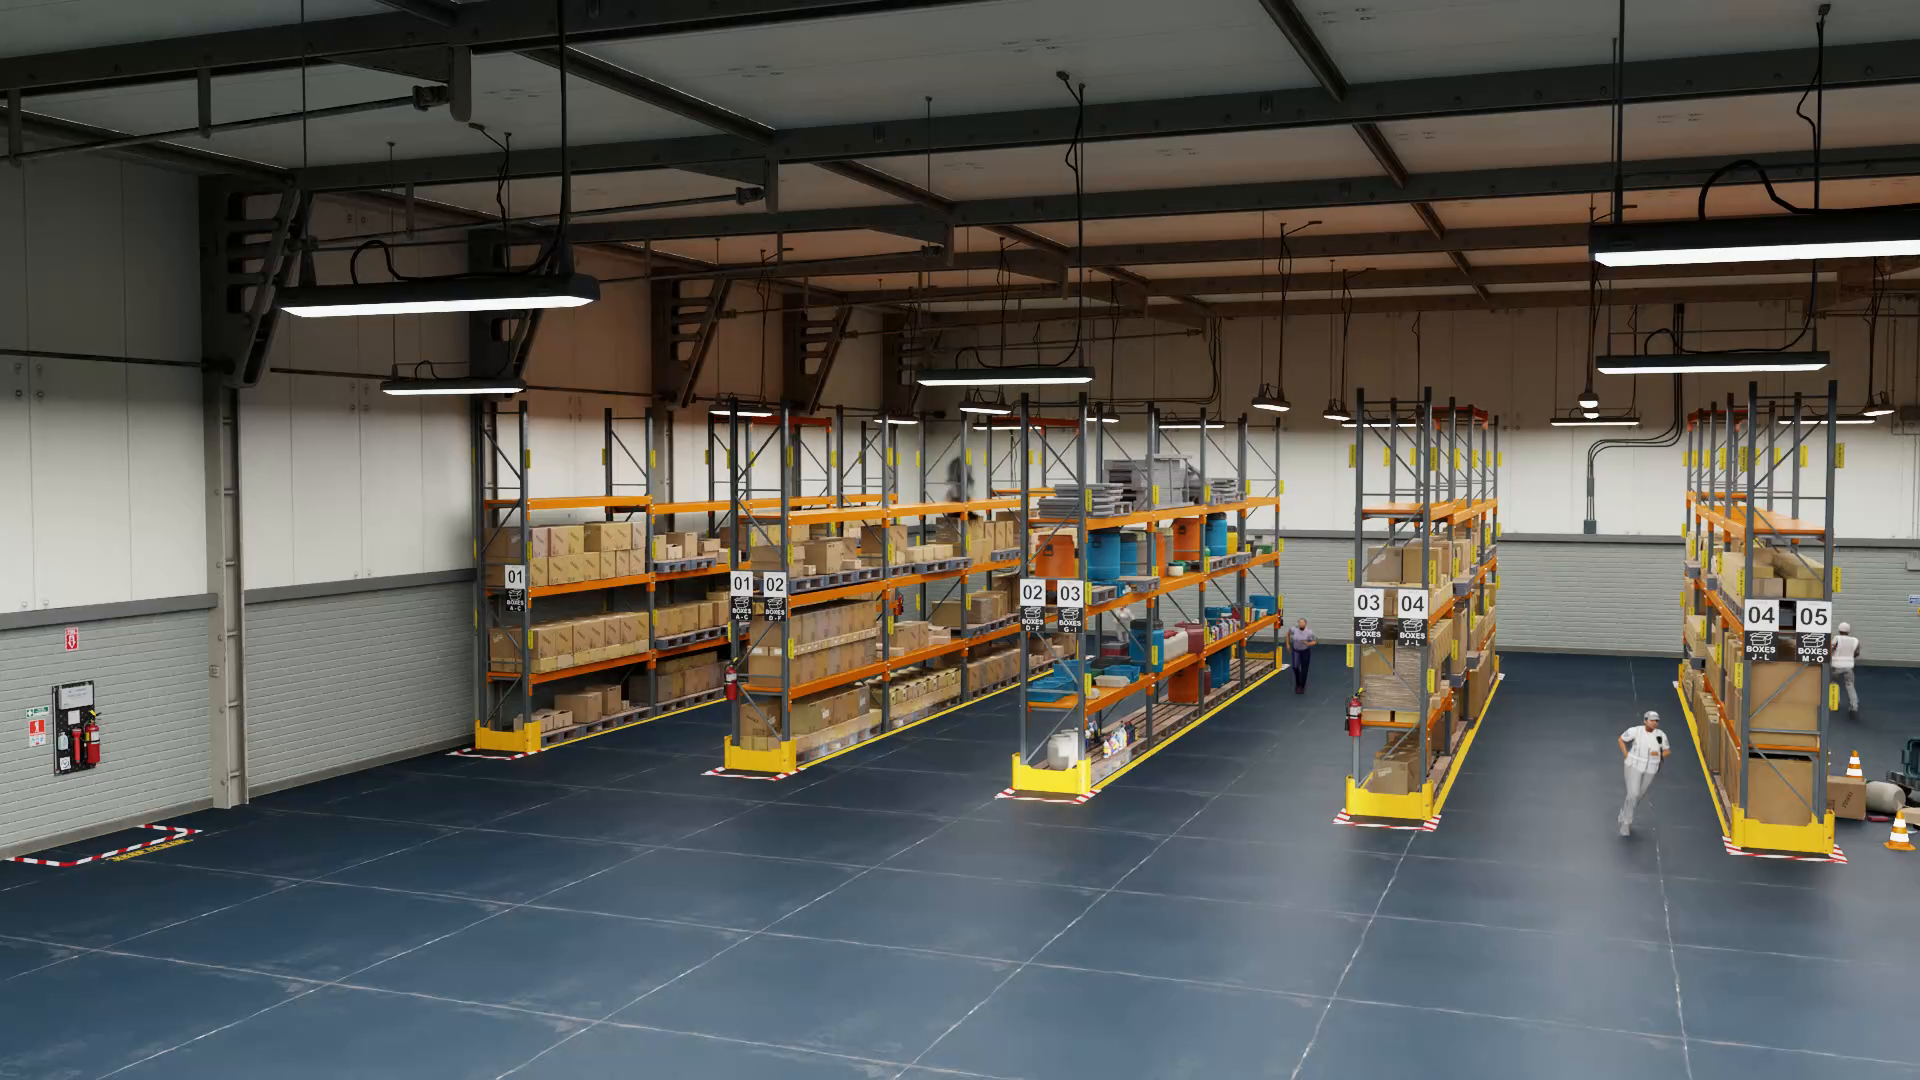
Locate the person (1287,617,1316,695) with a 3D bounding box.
[{"bbox_3d":[7.268,2.463,35.448,0.629,1.647,0.786,1,3,16],"label":"person"}]

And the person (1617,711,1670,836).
[{"bbox_3d":[9.157,3.121,22.406,0.717,1.689,0.691,0,3,0],"label":"person"}]

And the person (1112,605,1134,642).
[{"bbox_3d":[3.982,2.242,40.592,0.525,1.595,0.608,1,3,11],"label":"person"}]

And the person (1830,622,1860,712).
[{"bbox_3d":[17.348,2.517,32.713,0.691,1.793,0.891,0,3,10],"label":"person"}]
